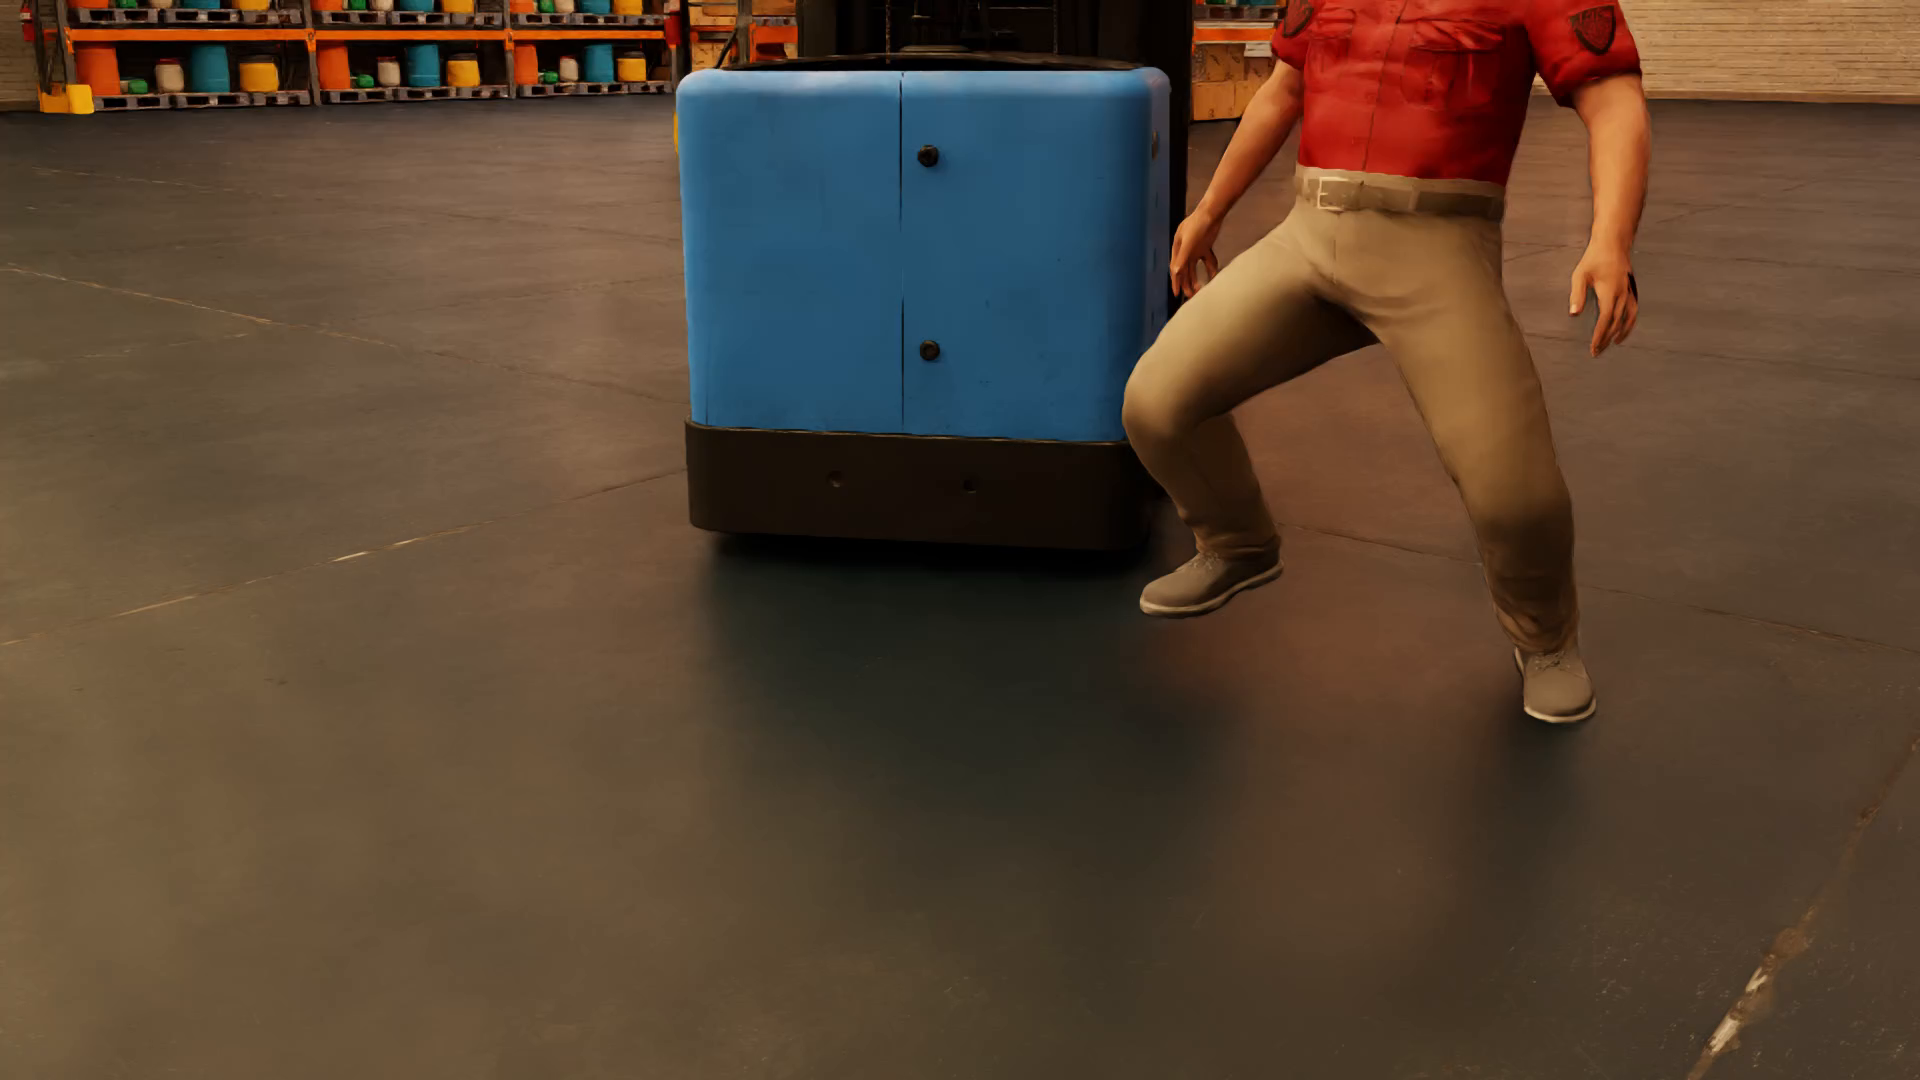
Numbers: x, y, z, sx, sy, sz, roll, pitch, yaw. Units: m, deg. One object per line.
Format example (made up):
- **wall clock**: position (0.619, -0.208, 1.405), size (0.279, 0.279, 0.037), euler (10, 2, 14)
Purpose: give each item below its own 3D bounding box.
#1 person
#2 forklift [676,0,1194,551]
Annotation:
- **person**: position (0.765, -0.502, 2.881), size (0.642, 1.617, 0.961), euler (-16, 23, -42)
- **forklift**: position (0.134, -1.764, 4.705), size (1.130, 2.935, 3.031), euler (3, 17, 9)
